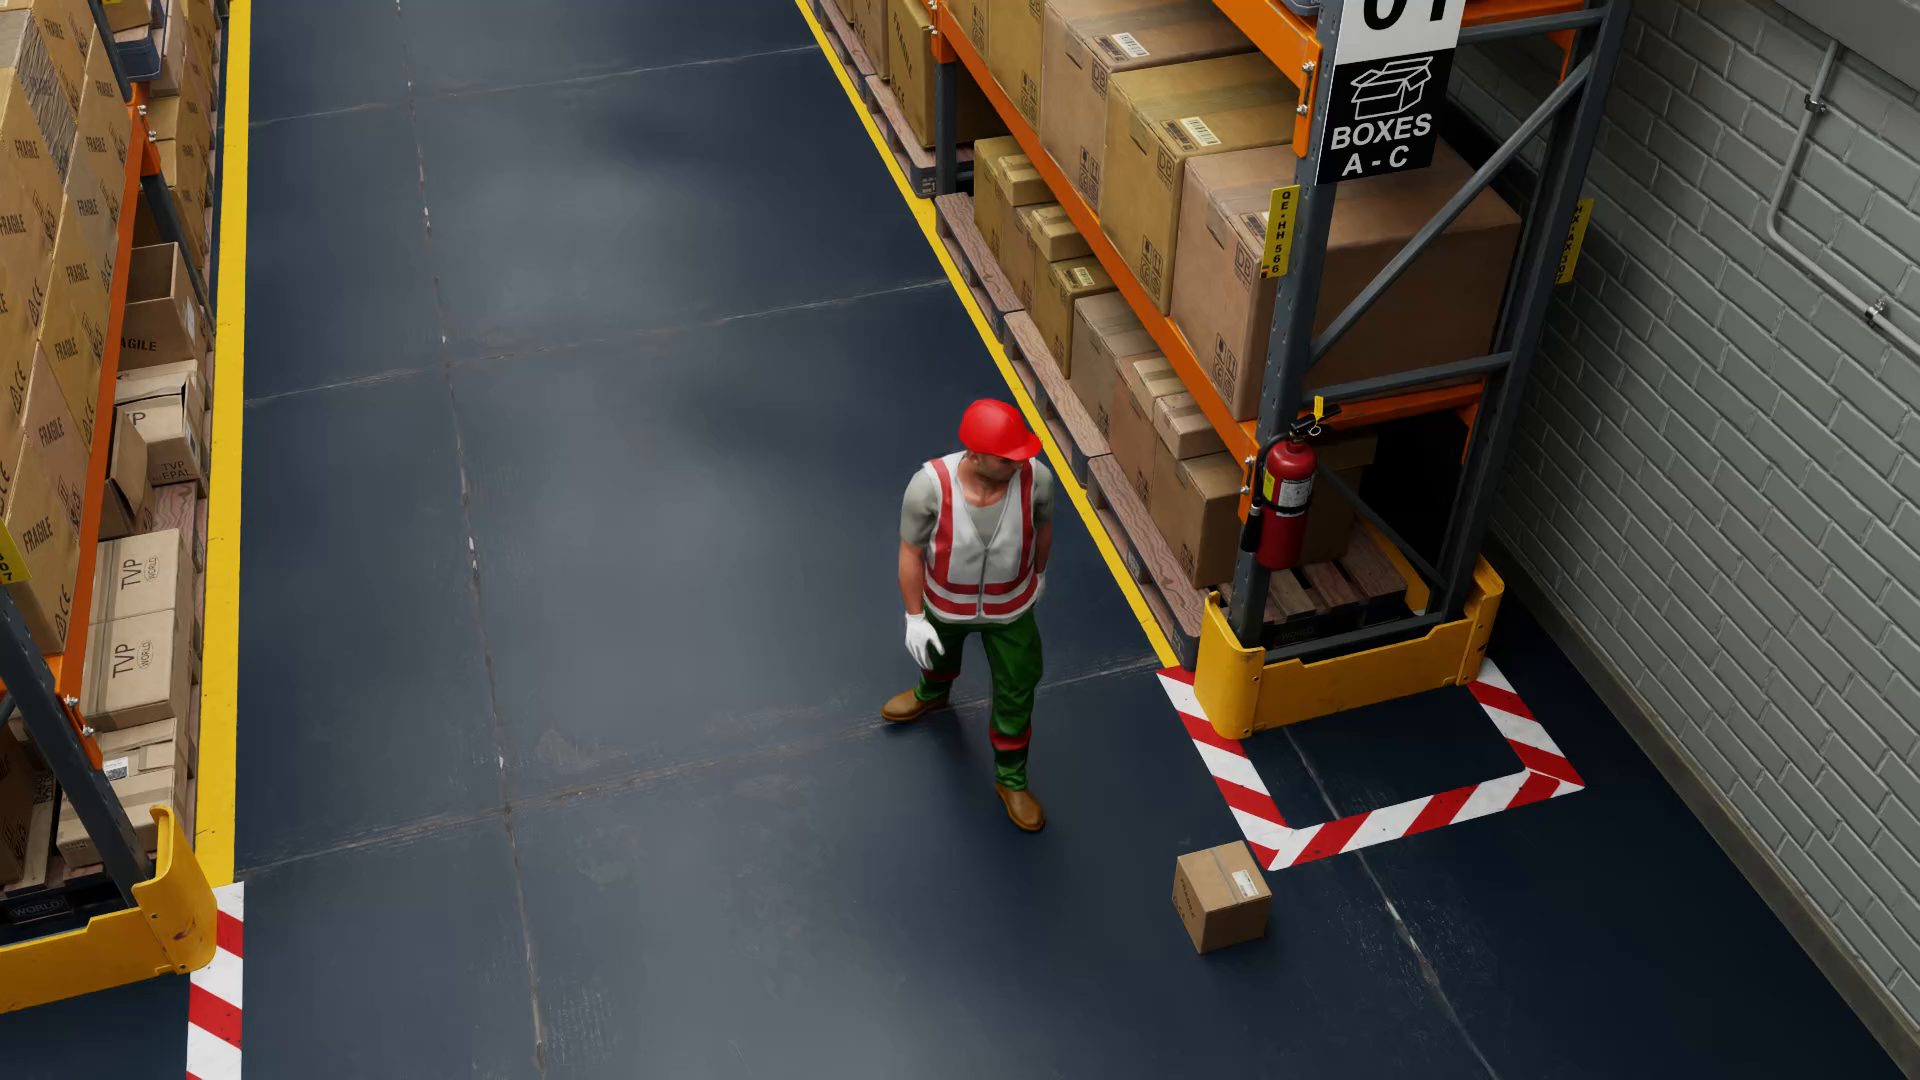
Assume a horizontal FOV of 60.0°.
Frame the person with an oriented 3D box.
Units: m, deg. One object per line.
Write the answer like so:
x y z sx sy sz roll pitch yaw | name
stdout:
0.007 0.212 5.910 0.639 1.776 0.731 0 42 -1 | person
